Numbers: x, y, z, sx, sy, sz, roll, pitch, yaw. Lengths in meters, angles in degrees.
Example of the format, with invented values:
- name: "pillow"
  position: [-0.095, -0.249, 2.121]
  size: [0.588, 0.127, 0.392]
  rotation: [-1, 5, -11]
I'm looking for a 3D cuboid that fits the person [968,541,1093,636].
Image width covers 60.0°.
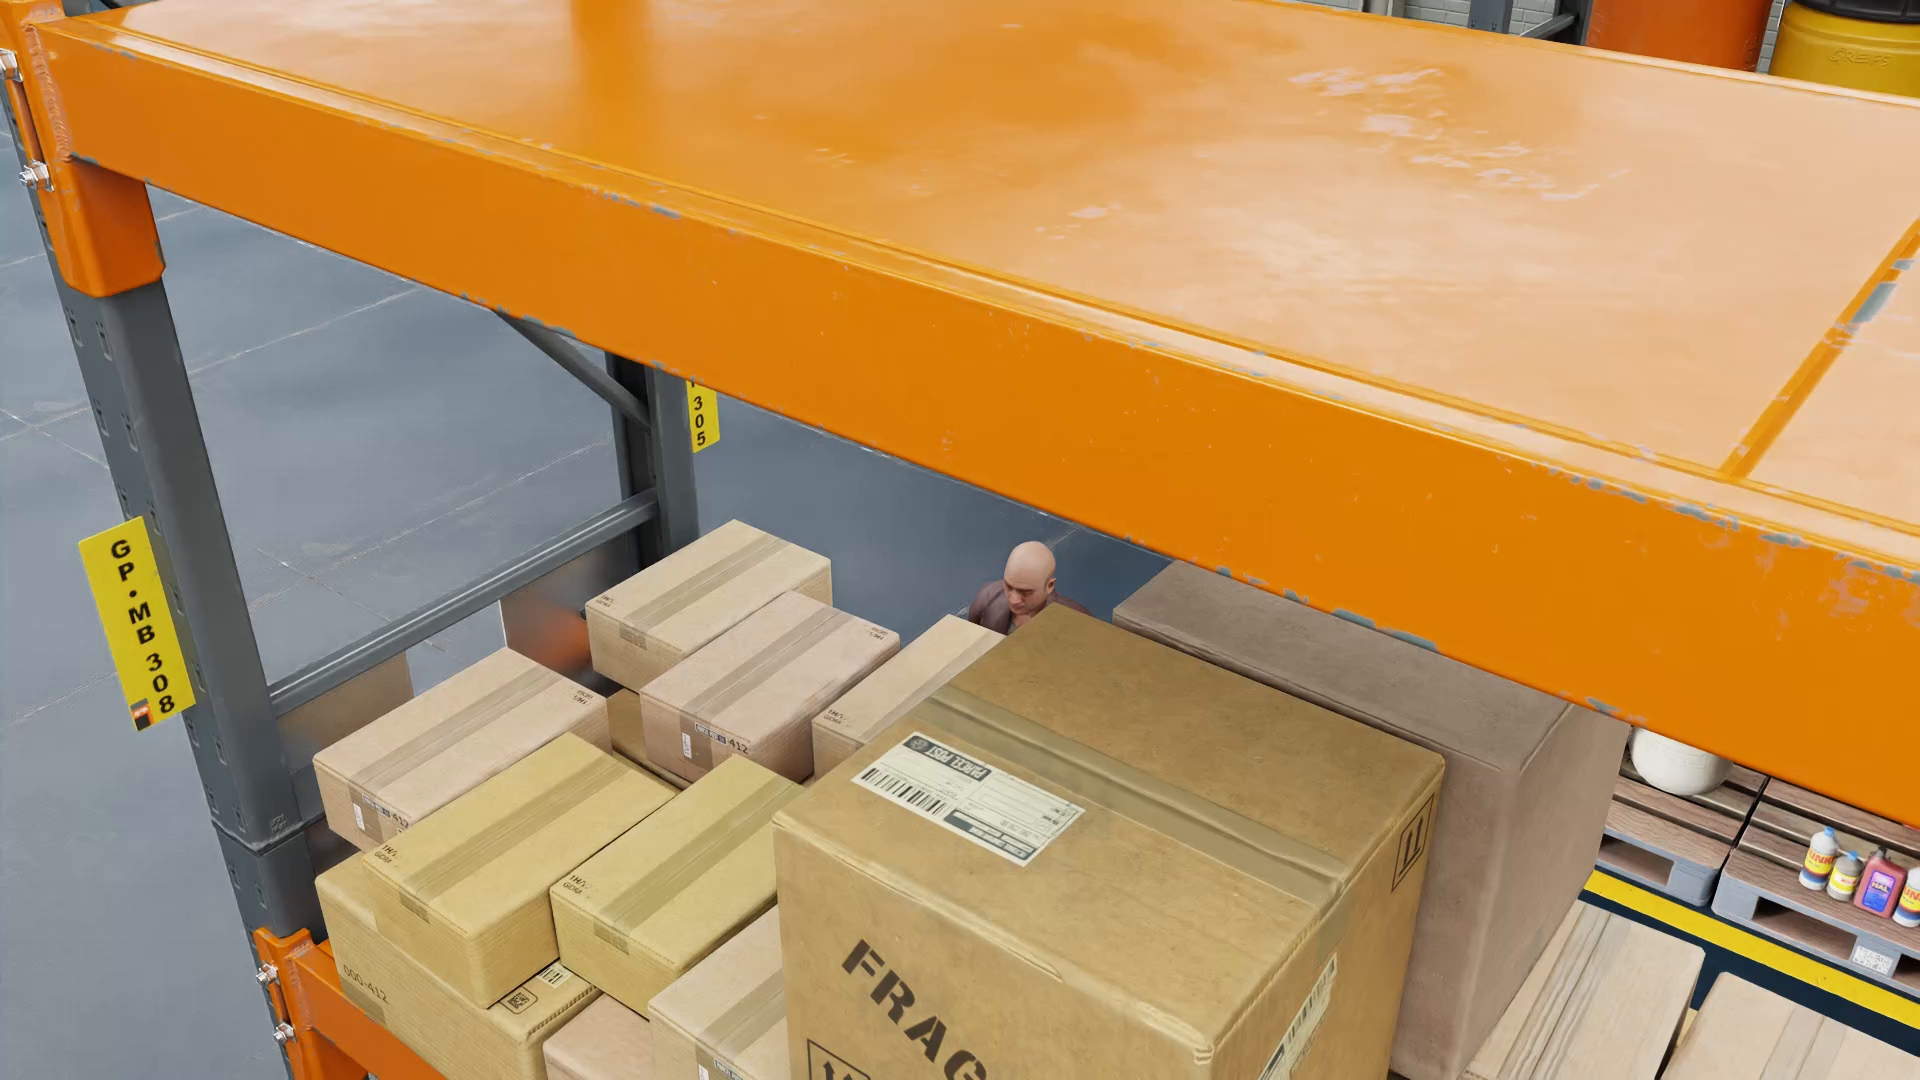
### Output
- name: "person"
  position: [0.255, 0.757, 6.362]
  size: [0.649, 1.772, 0.429]
  rotation: [19, 35, 28]
